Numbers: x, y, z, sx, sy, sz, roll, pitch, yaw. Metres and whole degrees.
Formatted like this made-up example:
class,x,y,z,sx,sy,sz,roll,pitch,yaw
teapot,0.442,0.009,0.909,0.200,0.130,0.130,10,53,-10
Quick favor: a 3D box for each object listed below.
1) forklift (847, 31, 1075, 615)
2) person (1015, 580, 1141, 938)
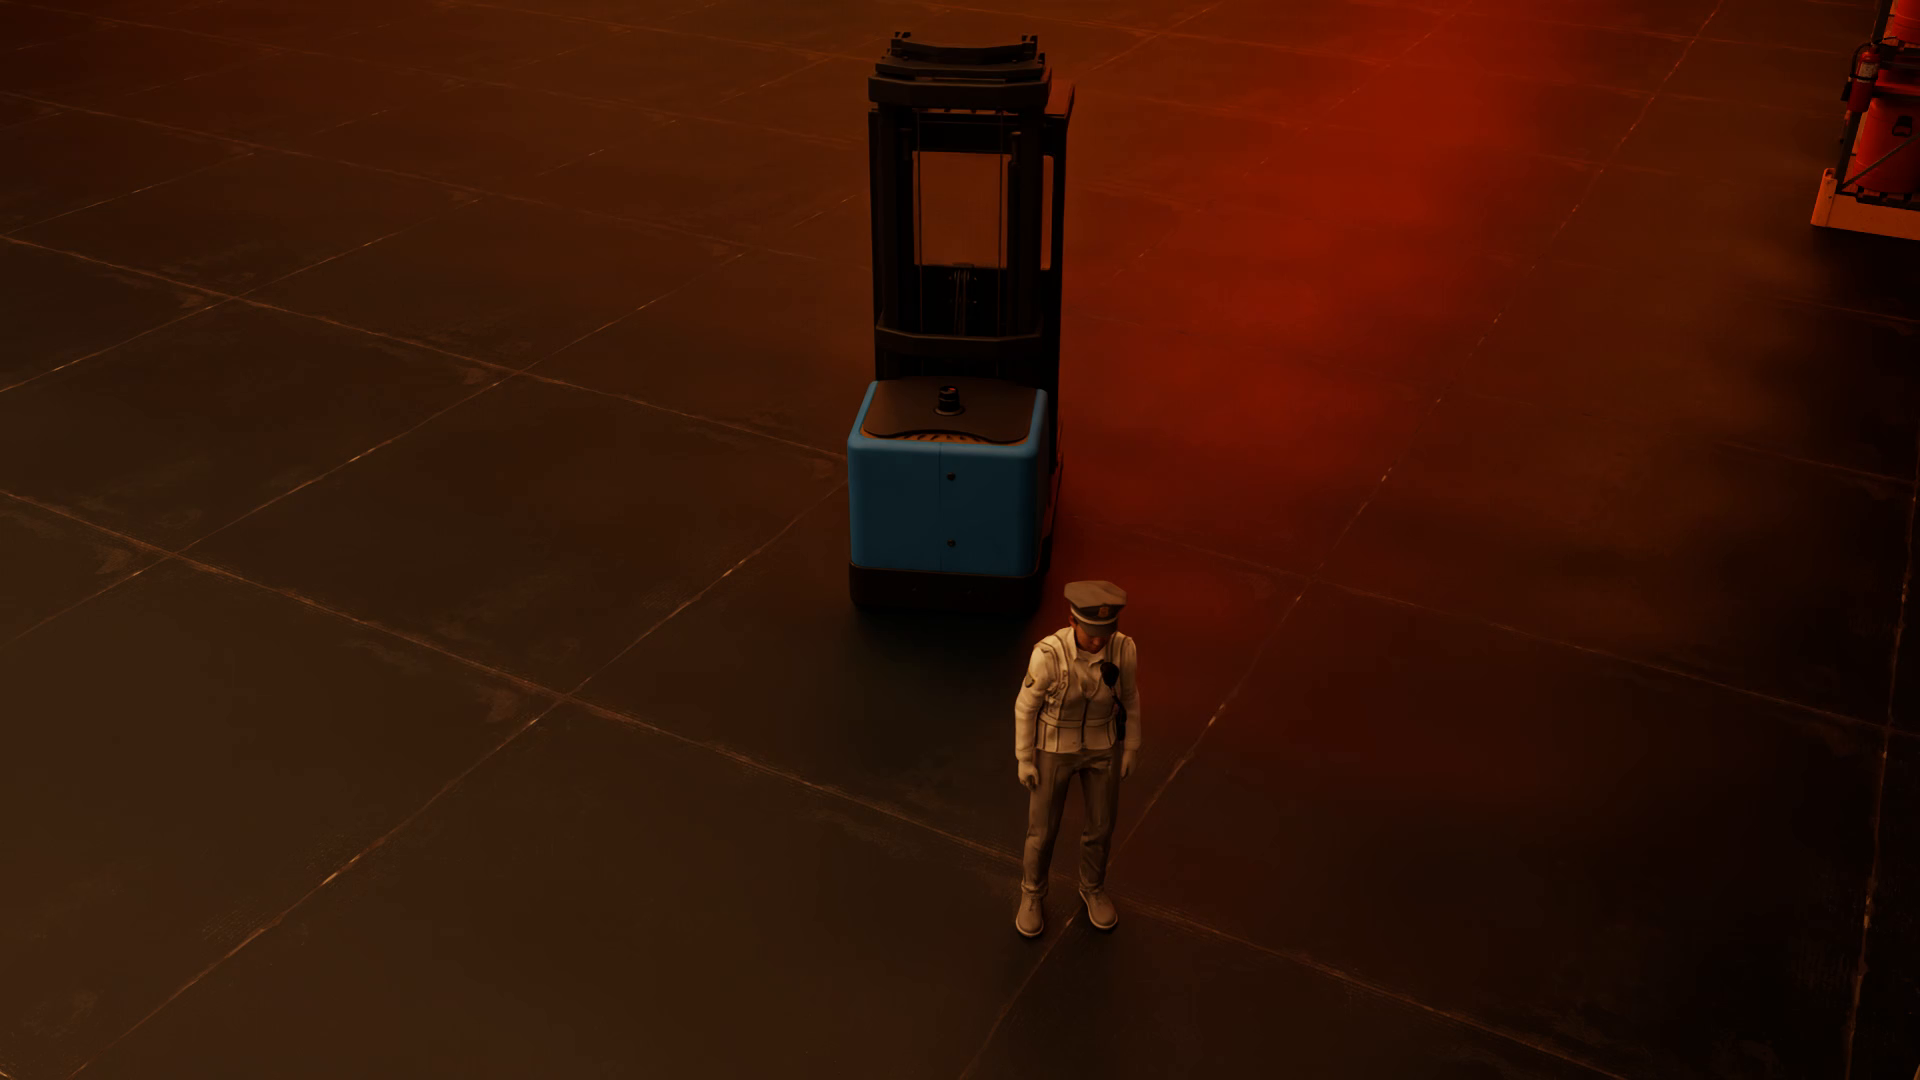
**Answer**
class,x,y,z,sx,sy,sz,roll,pitch,yaw
forklift,0.072,-1.572,9.794,1.130,2.935,3.031,3,30,6
person,0.487,0.879,6.820,0.528,1.662,0.376,-5,30,-8
